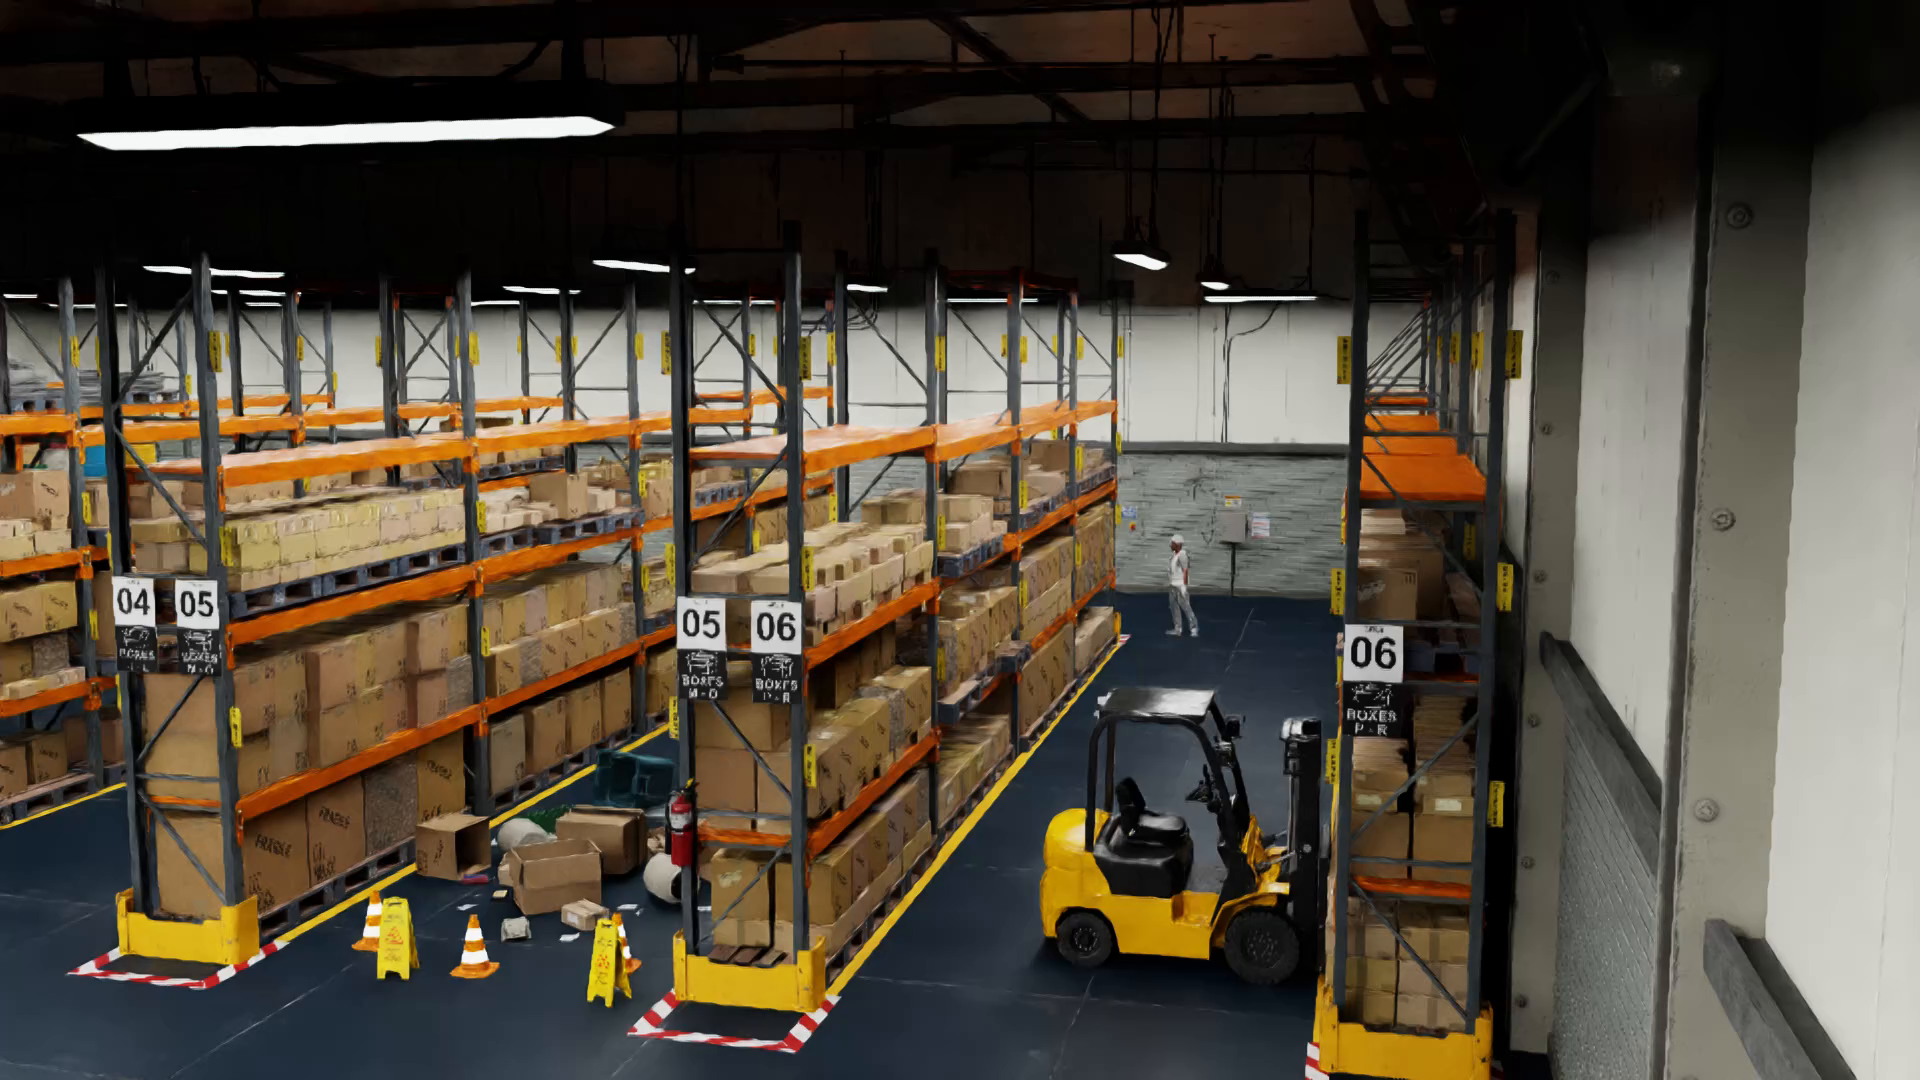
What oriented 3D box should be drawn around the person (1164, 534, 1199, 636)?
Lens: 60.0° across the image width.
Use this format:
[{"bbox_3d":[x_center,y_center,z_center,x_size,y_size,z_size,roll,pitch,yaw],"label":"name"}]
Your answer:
[{"bbox_3d":[3.857,0.778,28.858,0.541,1.780,0.655,-1,7,-12],"label":"person"}]
